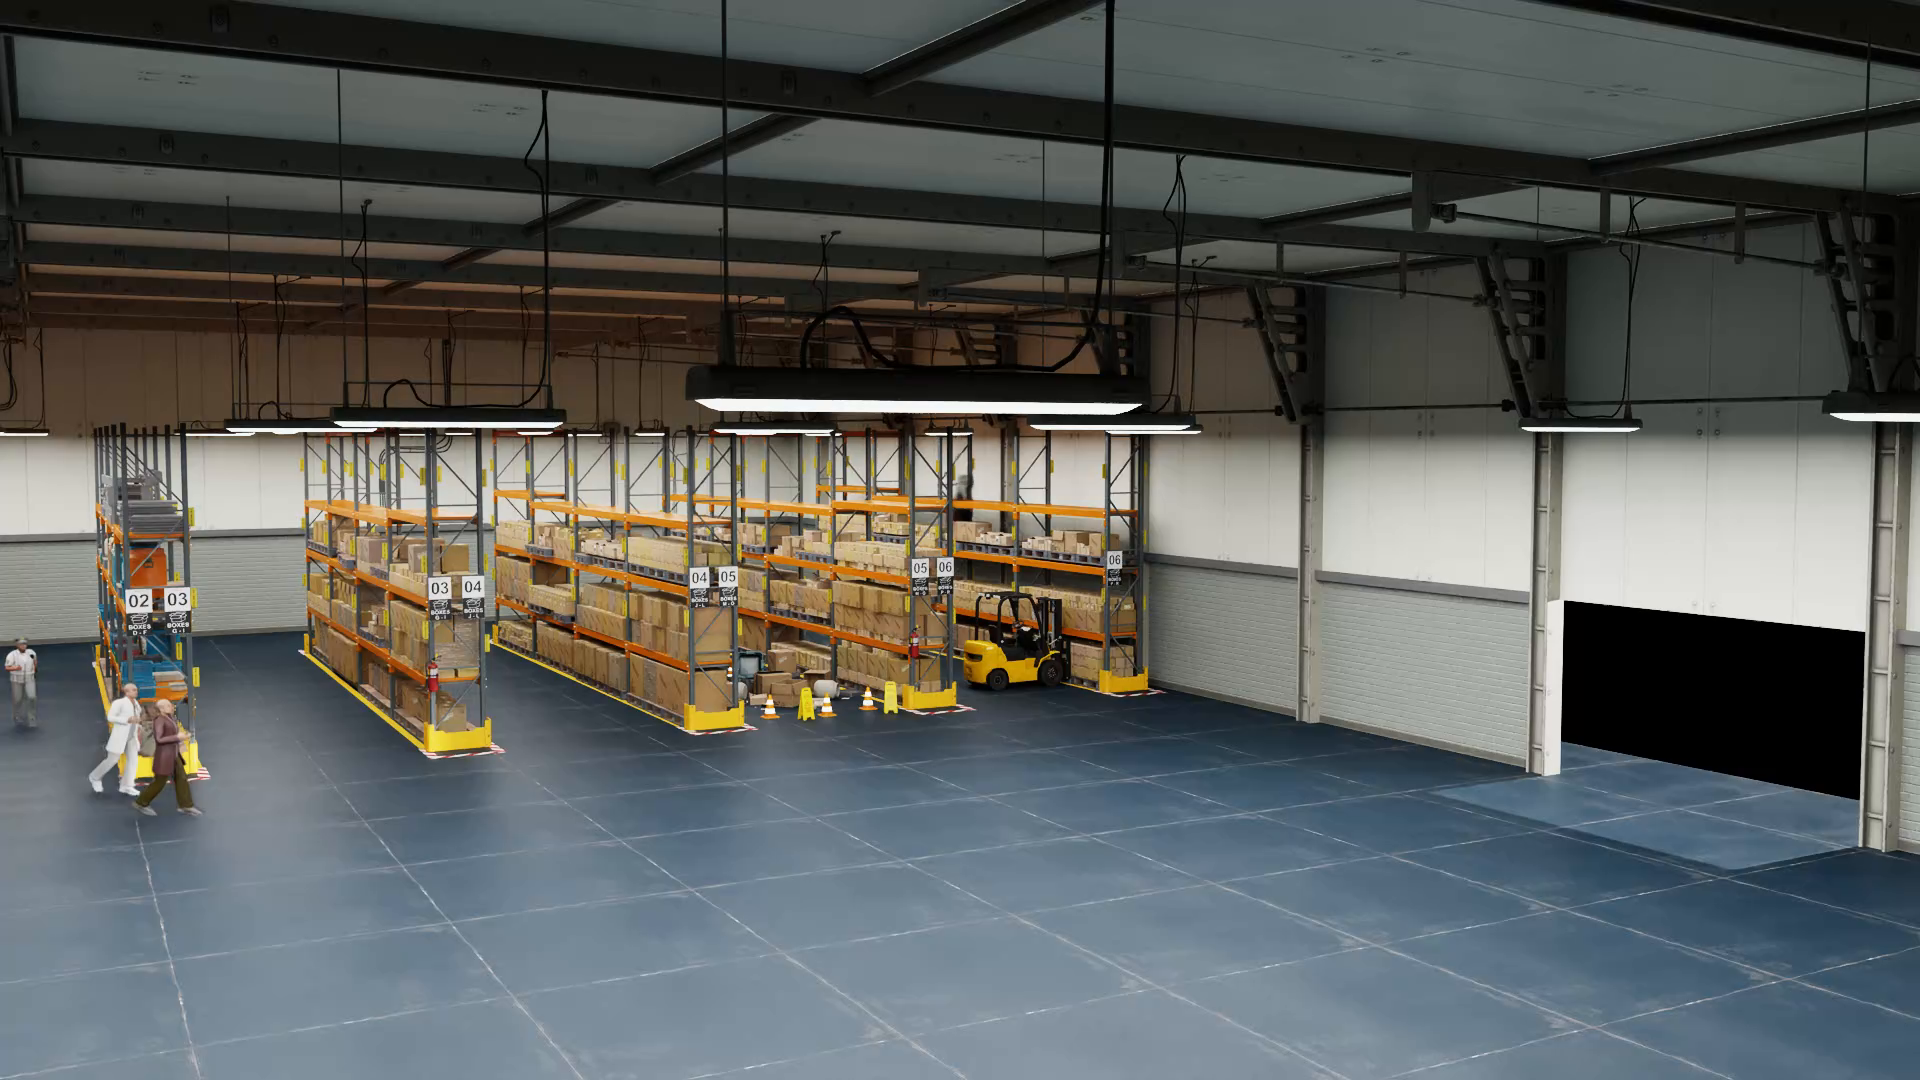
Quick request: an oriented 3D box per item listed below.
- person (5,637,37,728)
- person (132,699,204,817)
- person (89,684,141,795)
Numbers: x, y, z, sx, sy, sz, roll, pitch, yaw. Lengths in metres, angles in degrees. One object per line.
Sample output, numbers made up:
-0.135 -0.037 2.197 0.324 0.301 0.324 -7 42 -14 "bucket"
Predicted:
-18.719 2.833 33.199 0.603 1.833 0.866 -3 4 -39 "person"
-11.955 3.293 25.028 0.986 1.808 0.701 0 3 -4 "person"
-13.544 3.210 26.982 1.015 1.752 0.717 1 4 20 "person"
